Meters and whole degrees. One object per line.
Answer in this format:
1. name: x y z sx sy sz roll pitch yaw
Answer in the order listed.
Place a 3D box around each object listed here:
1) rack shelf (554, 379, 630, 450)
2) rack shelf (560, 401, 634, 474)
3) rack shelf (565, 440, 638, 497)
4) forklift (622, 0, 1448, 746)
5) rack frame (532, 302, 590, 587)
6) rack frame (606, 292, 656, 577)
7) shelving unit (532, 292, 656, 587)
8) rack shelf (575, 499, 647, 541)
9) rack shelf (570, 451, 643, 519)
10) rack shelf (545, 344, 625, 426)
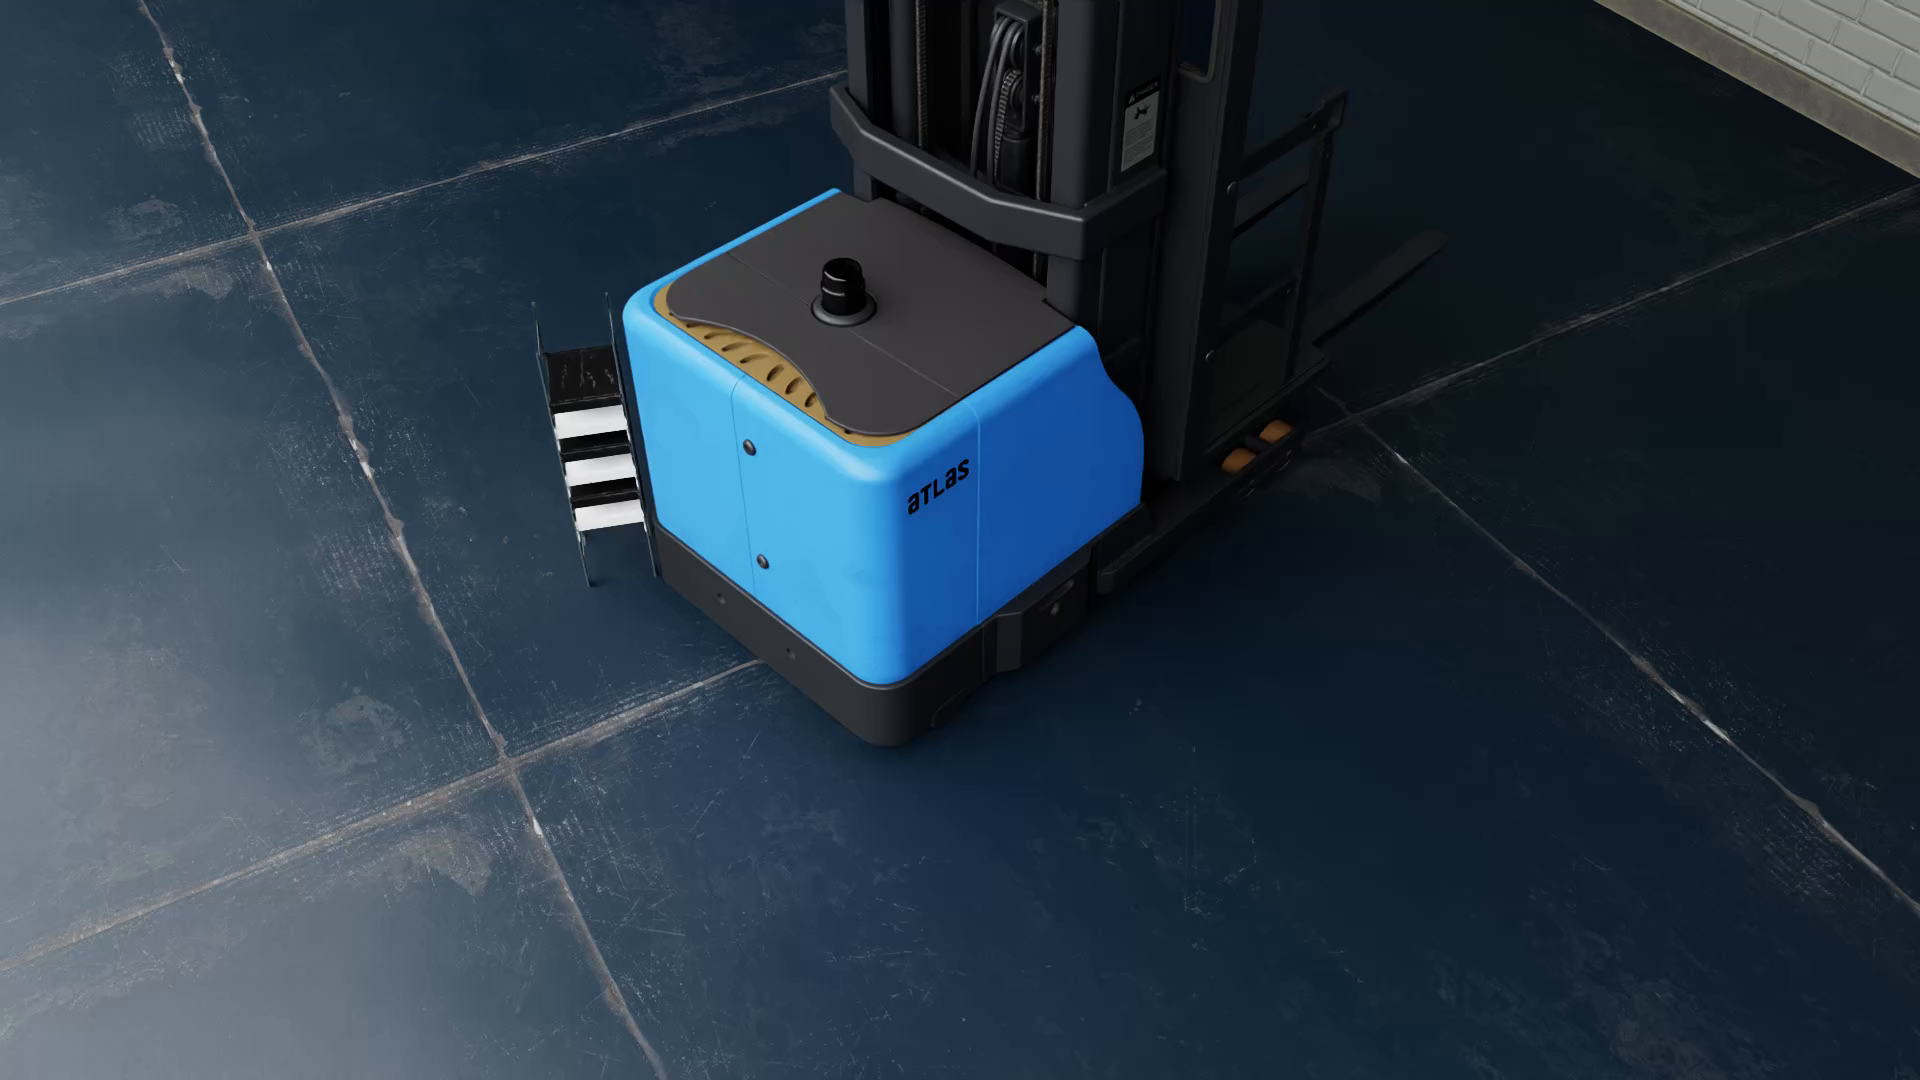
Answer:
1. rack shelf: -1.066 -0.381 4.786 0.200 0.077 0.258 -9 45 -9
2. rack shelf: -1.066 -0.316 4.848 0.200 0.077 0.258 -9 45 -9
3. rack shelf: -1.066 -0.252 4.911 0.200 0.077 0.258 -9 45 -9
4. forklift: 0.485 -1.411 4.599 1.130 2.935 3.031 34 54 30
5. rack frame: -1.165 -0.260 4.872 0.006 0.900 0.240 -9 45 -9
6. rack frame: -0.967 -0.291 4.904 0.006 0.900 0.240 -9 45 -9
7. shelving unit: -1.066 -0.276 4.888 0.210 0.900 0.258 -9 45 -9
8. rack shelf: -1.066 -0.122 5.036 0.200 0.077 0.258 -9 45 -9
9. rack shelf: -1.066 -0.187 4.974 0.200 0.077 0.258 -9 45 -9
10. rack shelf: -1.066 -0.445 4.723 0.200 0.077 0.258 -9 45 -9
